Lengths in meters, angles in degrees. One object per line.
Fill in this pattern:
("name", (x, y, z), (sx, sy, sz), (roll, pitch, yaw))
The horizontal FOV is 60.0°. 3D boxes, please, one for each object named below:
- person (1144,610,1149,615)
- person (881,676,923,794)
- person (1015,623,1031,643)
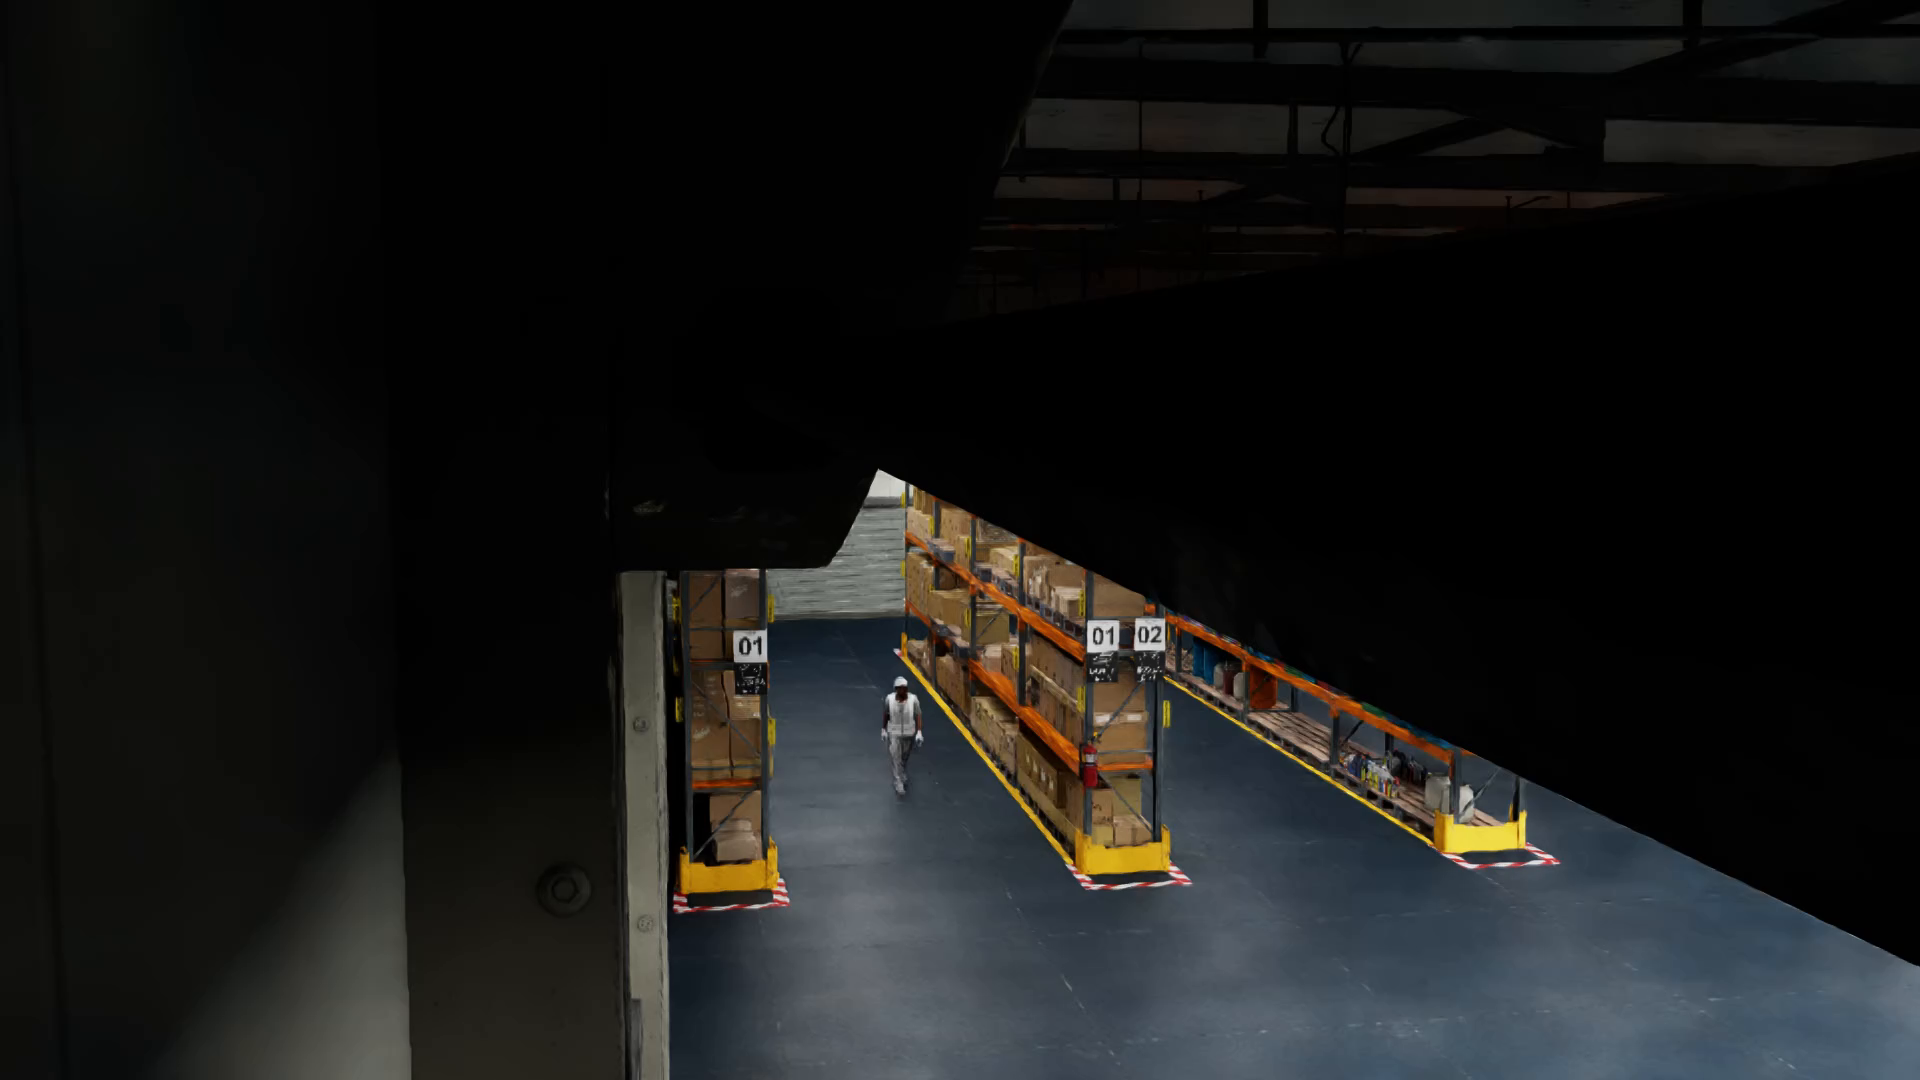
("person", (4.277, 1.430, 39.182), (0.567, 1.658, 0.688), (3, 7, 28))
("person", (-0.857, 2.889, 24.901), (0.579, 1.732, 1.042), (-1, 6, -11))
("person", (1.305, 1.973, 34.205), (0.341, 1.605, 0.559), (-2, 6, -21))
